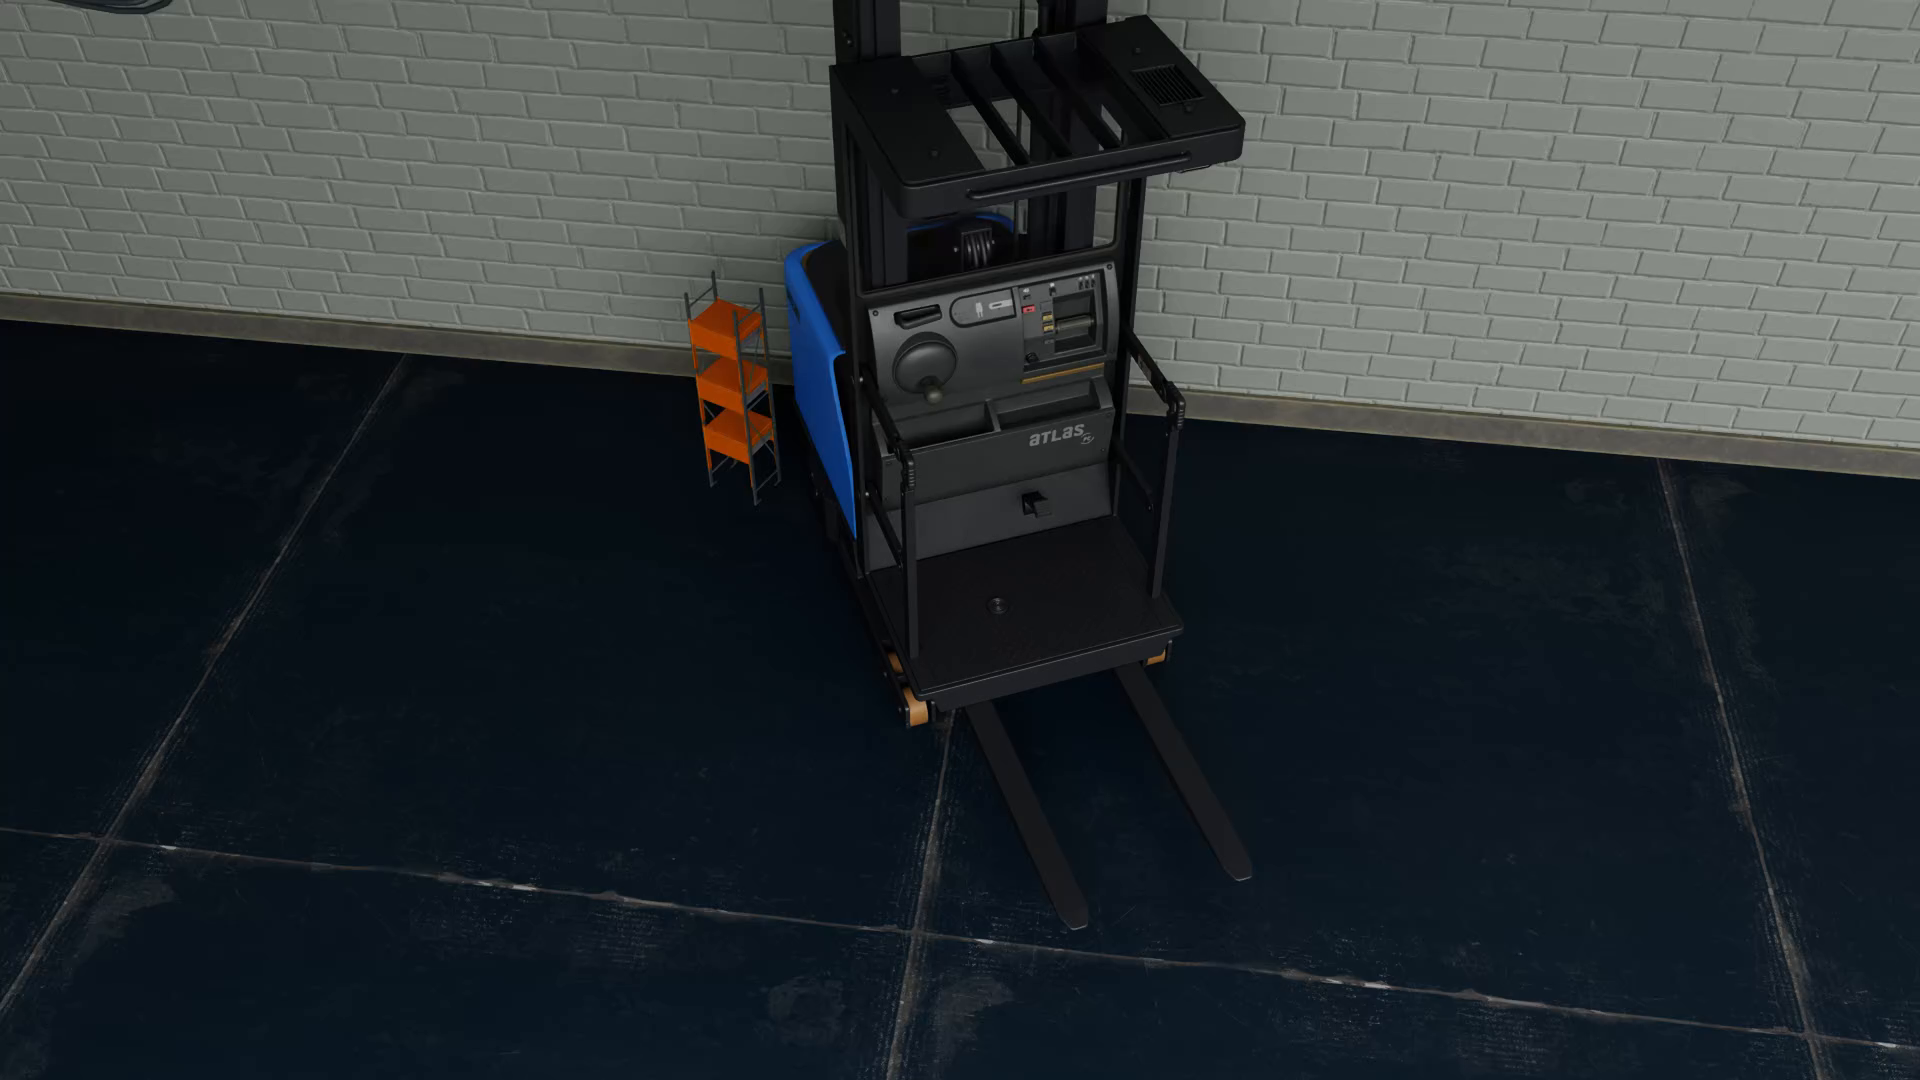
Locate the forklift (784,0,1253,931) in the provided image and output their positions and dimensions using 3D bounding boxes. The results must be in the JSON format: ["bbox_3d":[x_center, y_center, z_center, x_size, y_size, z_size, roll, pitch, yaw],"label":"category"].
[{"bbox_3d":[0.201,-0.659,5.814,1.130,2.935,3.031,-13,45,-14],"label":"forklift"}]

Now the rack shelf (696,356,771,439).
[{"bbox_3d":[-0.968,-0.630,7.167,0.240,0.259,0.215,22,48,22],"label":"rack shelf"}]

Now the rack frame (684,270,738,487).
[{"bbox_3d":[-1.073,-0.680,7.205,0.008,1.050,0.200,22,48,22],"label":"rack frame"}]

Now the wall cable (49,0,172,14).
[{"bbox_3d":[-4.719,-3.229,6.374,3.097,2.526,0.112,5,44,6],"label":"wall cable"}]

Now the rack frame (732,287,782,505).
[{"bbox_3d":[-0.863,-0.595,7.115,0.008,1.050,0.200,22,48,22],"label":"rack frame"}]

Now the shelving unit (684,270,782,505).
[{"bbox_3d":[-0.968,-0.638,7.160,0.252,1.050,0.215,22,48,22],"label":"shelving unit"}]

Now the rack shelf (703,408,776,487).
[{"bbox_3d":[-0.968,-0.428,7.358,0.240,0.259,0.215,22,48,22],"label":"rack shelf"}]

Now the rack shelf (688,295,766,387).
[{"bbox_3d":[-0.968,-0.836,6.972,0.240,0.259,0.215,22,48,22],"label":"rack shelf"}]
